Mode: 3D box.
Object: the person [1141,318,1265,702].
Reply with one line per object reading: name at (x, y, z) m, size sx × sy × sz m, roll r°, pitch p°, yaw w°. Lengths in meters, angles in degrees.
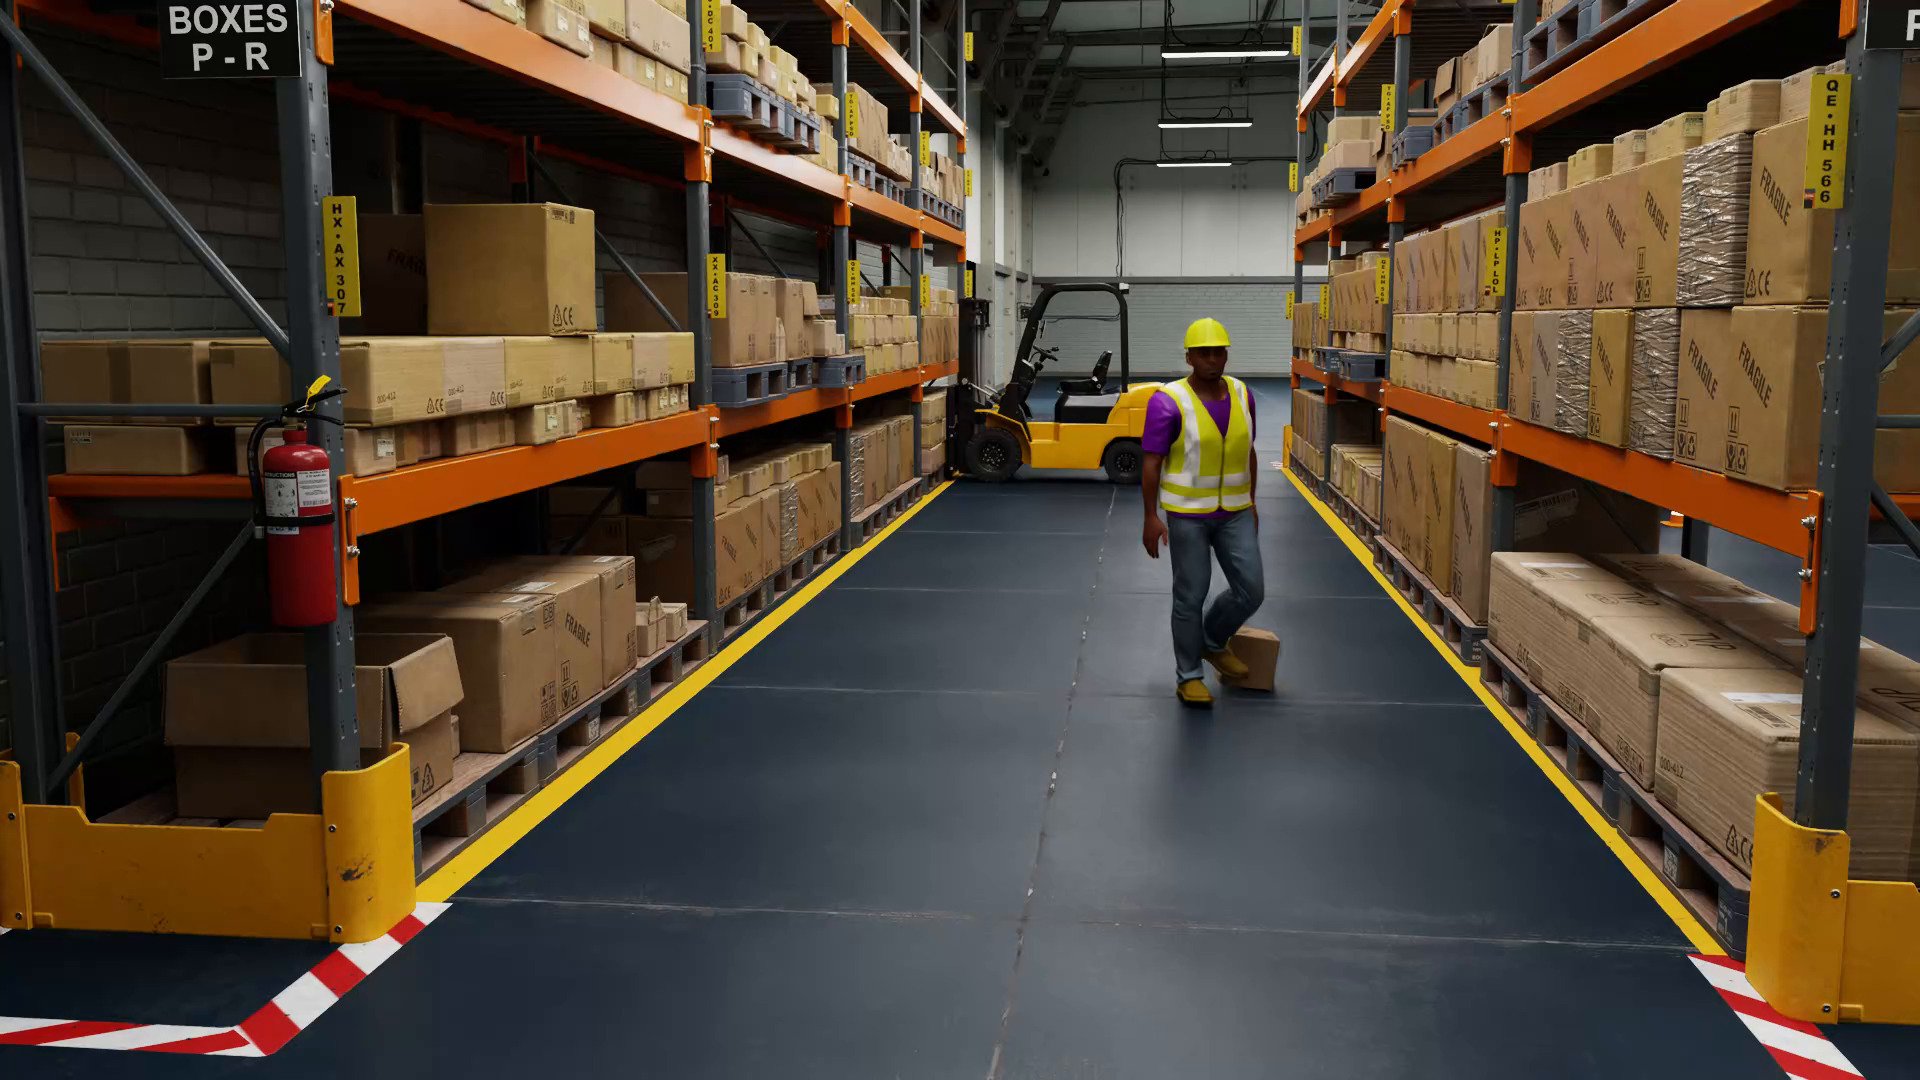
person at (1.109, -0.127, 7.580) m, size 0.617 × 1.756 × 0.518 m, roll -2°, pitch 8°, yaw -17°
